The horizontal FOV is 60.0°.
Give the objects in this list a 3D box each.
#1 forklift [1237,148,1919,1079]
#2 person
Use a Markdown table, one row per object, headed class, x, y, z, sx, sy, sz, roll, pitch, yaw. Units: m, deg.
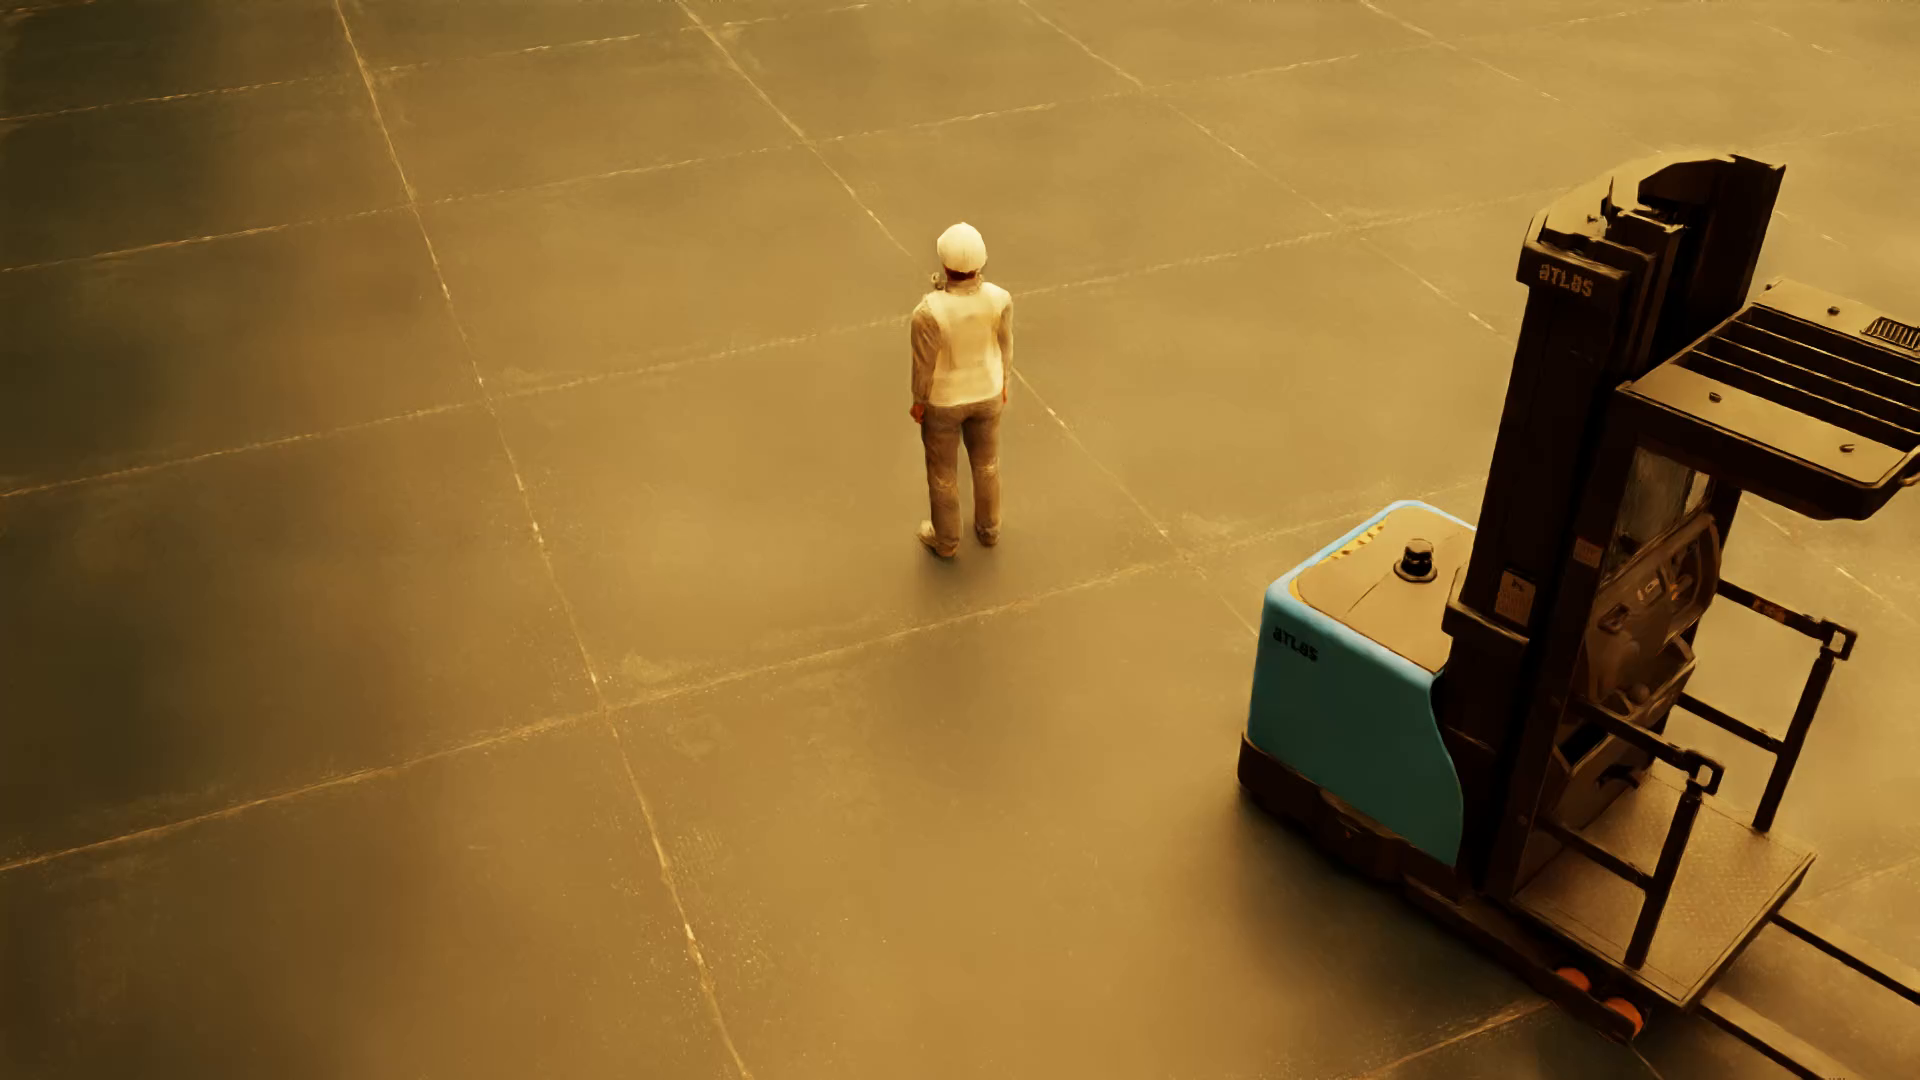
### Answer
| class | x | y | z | sx | sy | sz | roll | pitch | yaw |
| --- | --- | --- | --- | --- | --- | --- | --- | --- | --- |
| forklift | 2.560 | 0.297 | 5.682 | 1.130 | 2.935 | 3.031 | -29 | 44 | -34 |
| person | -0.005 | -0.726 | 8.119 | 0.529 | 1.776 | 0.356 | -14 | 38 | -19 |
